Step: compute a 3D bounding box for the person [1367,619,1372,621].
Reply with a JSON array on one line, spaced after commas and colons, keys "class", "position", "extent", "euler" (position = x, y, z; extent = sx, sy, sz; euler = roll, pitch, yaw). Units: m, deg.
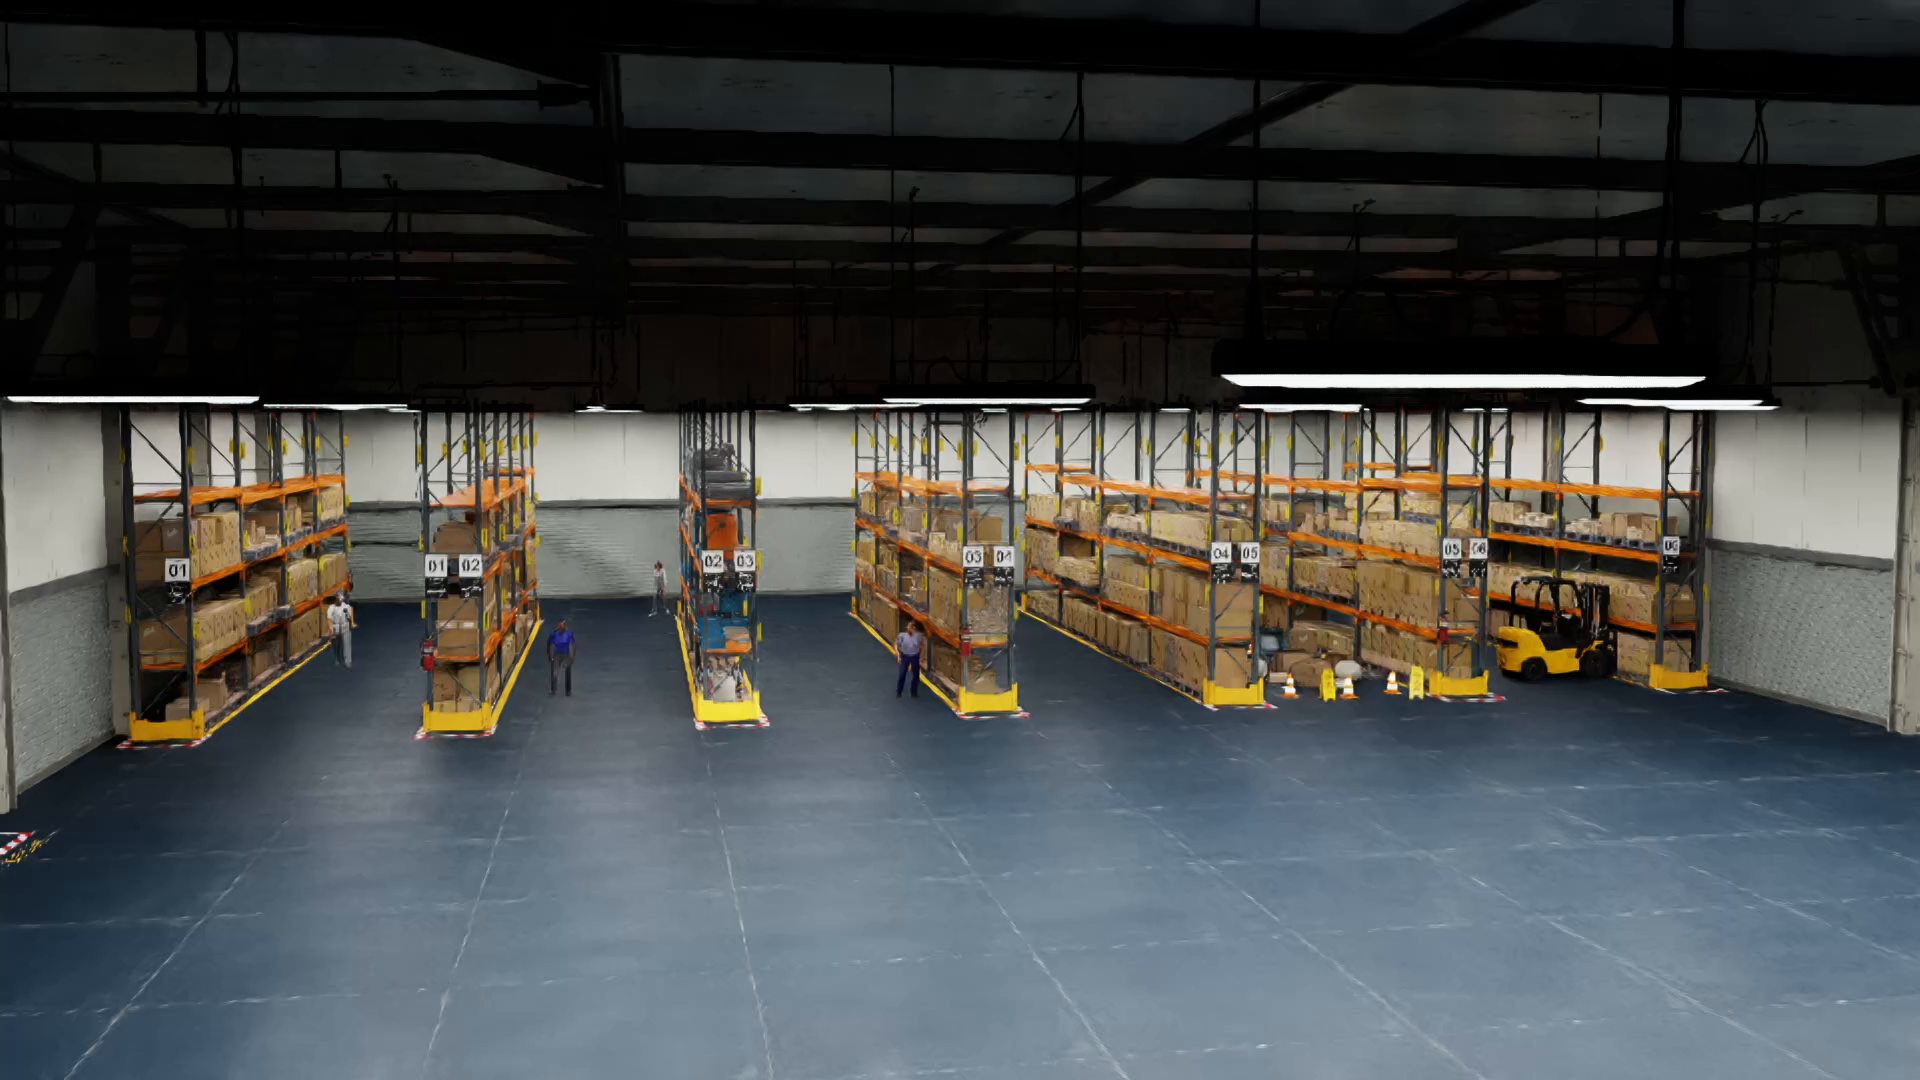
[{"class": "person", "position": [10.506, 1.596, 42.695], "extent": [0.583, 1.782, 0.665], "euler": [2, 5, 19]}]

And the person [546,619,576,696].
[{"class": "person", "position": [-8.095, 2.383, 33.795], "extent": [0.592, 1.598, 0.518], "euler": [-1, 4, -13]}]

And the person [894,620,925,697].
[{"class": "person", "position": [-1.026, 2.406, 33.611], "extent": [0.626, 1.580, 0.513], "euler": [-1, 4, -13]}]

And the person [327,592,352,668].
[{"class": "person", "position": [-14.027, 2.018, 37.601], "extent": [0.536, 1.707, 1.037], "euler": [-2, 5, -19]}]

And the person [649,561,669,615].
[{"class": "person", "position": [-8.556, 1.360, 47.498], "extent": [0.419, 1.558, 0.840], "euler": [1, 4, 12]}]
